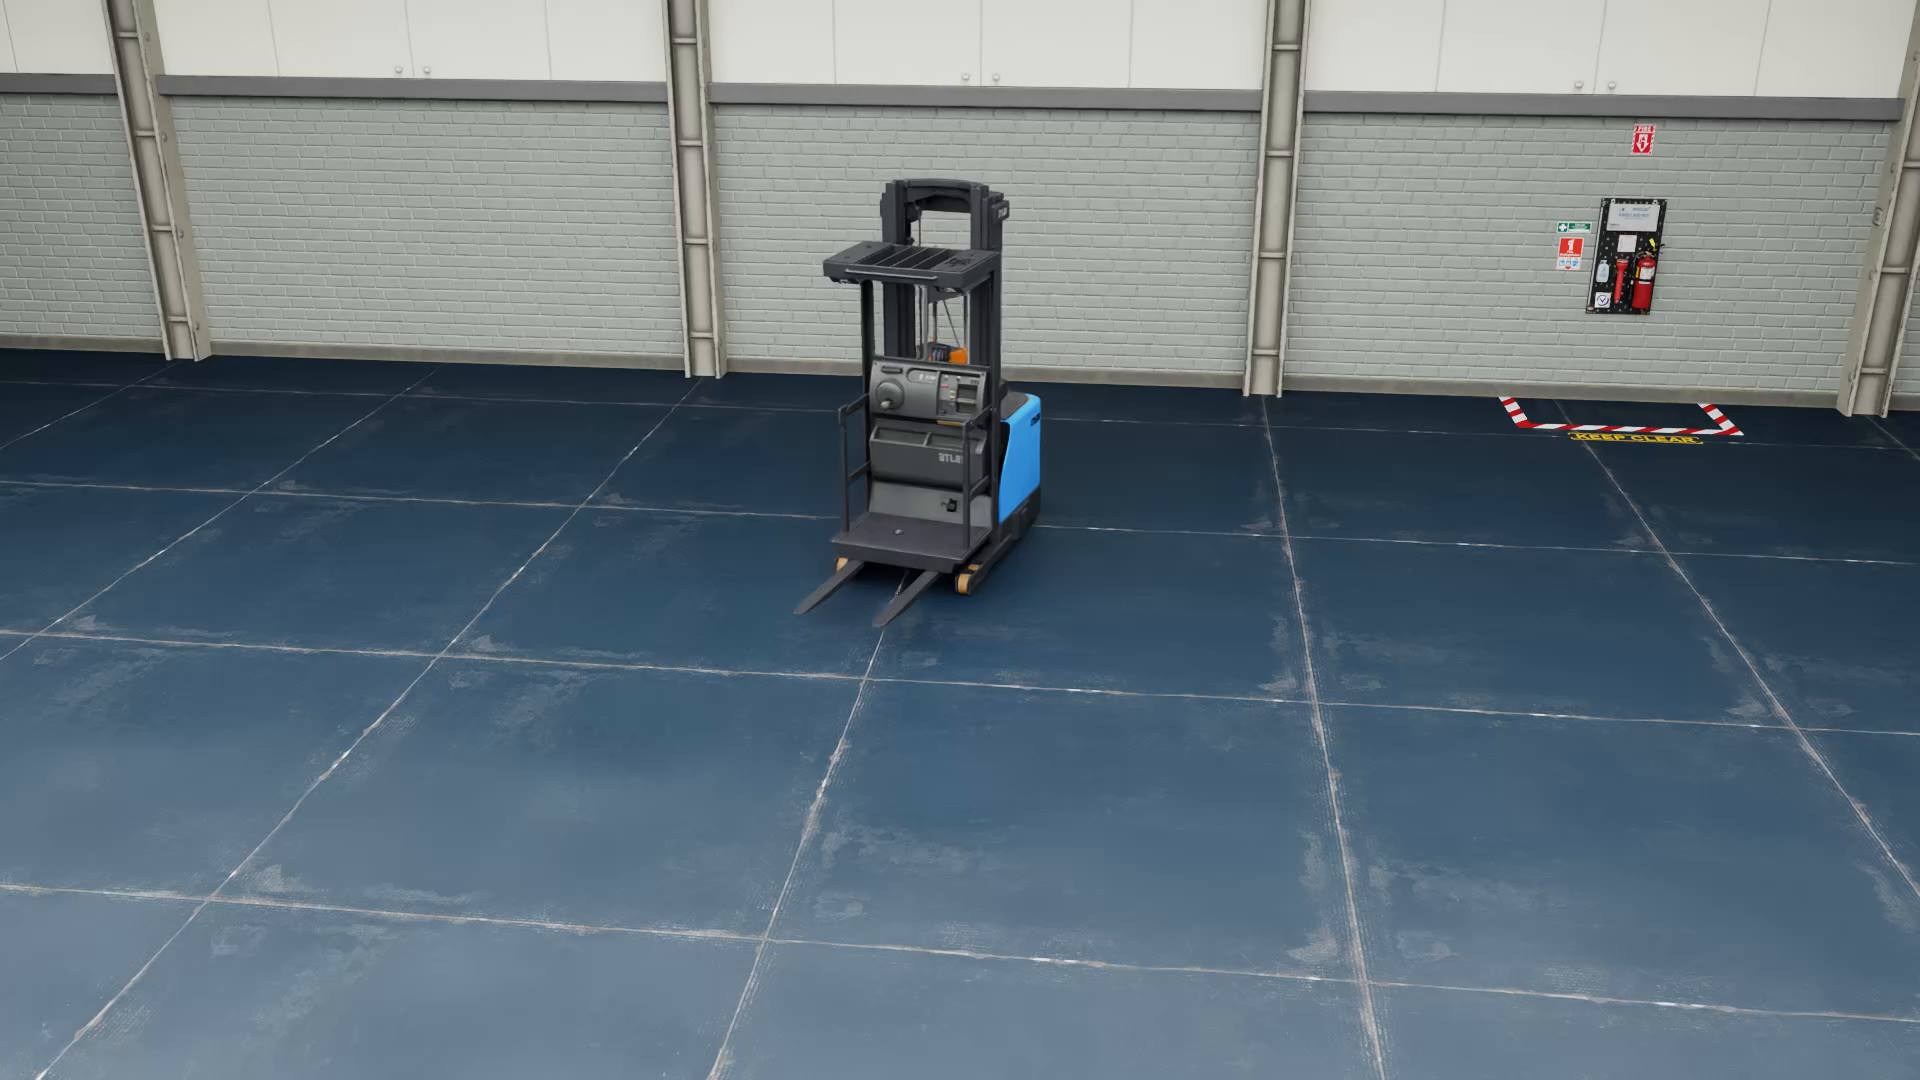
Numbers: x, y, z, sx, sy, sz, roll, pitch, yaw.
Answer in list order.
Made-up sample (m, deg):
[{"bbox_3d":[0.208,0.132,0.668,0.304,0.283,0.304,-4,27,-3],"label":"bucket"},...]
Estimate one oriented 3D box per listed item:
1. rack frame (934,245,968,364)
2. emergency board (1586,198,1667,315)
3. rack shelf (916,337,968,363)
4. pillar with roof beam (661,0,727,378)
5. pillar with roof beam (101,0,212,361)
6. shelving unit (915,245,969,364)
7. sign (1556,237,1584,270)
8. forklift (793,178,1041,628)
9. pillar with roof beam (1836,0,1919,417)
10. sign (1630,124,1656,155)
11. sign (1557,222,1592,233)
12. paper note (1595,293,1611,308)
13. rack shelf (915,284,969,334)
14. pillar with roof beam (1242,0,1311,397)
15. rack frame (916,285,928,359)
[{"bbox_3d":[-0.083,-1.506,14.552,0.400,2.100,0.015,19,28,40],"label":"rack frame"},{"bbox_3d":[6.693,-2.812,16.633,0.643,1.169,0.194,2,22,6],"label":"emergency board"},{"bbox_3d":[-0.251,-1.430,14.392,0.431,0.518,0.480,19,28,40],"label":"rack shelf"},{"bbox_3d":[-3.281,-4.429,12.562,0.400,9.000,9.100,2,22,6],"label":"pillar with roof beam"},{"bbox_3d":[-9.239,-4.688,13.219,0.400,9.000,9.100,2,22,6],"label":"pillar with roof beam"},{"bbox_3d":[-0.251,-1.443,14.387,0.431,2.100,0.503,19,28,40],"label":"shelving unit"},{"bbox_3d":[6.156,-2.891,16.782,0.234,0.329,0.001,2,22,6],"label":"sign"},{"bbox_3d":[-0.320,-1.118,12.442,1.130,2.935,3.031,8,23,19],"label":"forklift"},{"bbox_3d":[8.636,-3.910,11.249,0.400,9.000,9.100,2,22,6],"label":"pillar with roof beam"},{"bbox_3d":[6.697,-3.927,16.300,0.199,0.298,0.001,2,22,6],"label":"sign"},{"bbox_3d":[6.159,-3.134,16.676,0.331,0.109,0.001,2,22,6],"label":"sign"},{"bbox_3d":[6.525,-2.436,16.878,0.142,0.148,0.016,2,22,6],"label":"paper note"},{"bbox_3d":[-0.247,-2.083,14.139,0.431,0.518,0.480,19,28,40],"label":"rack shelf"},{"bbox_3d":[2.678,-4.169,11.906,0.400,9.000,9.100,2,22,6],"label":"pillar with roof beam"},{"bbox_3d":[-0.419,-1.380,14.222,0.400,2.100,0.015,19,28,40],"label":"rack frame"}]
